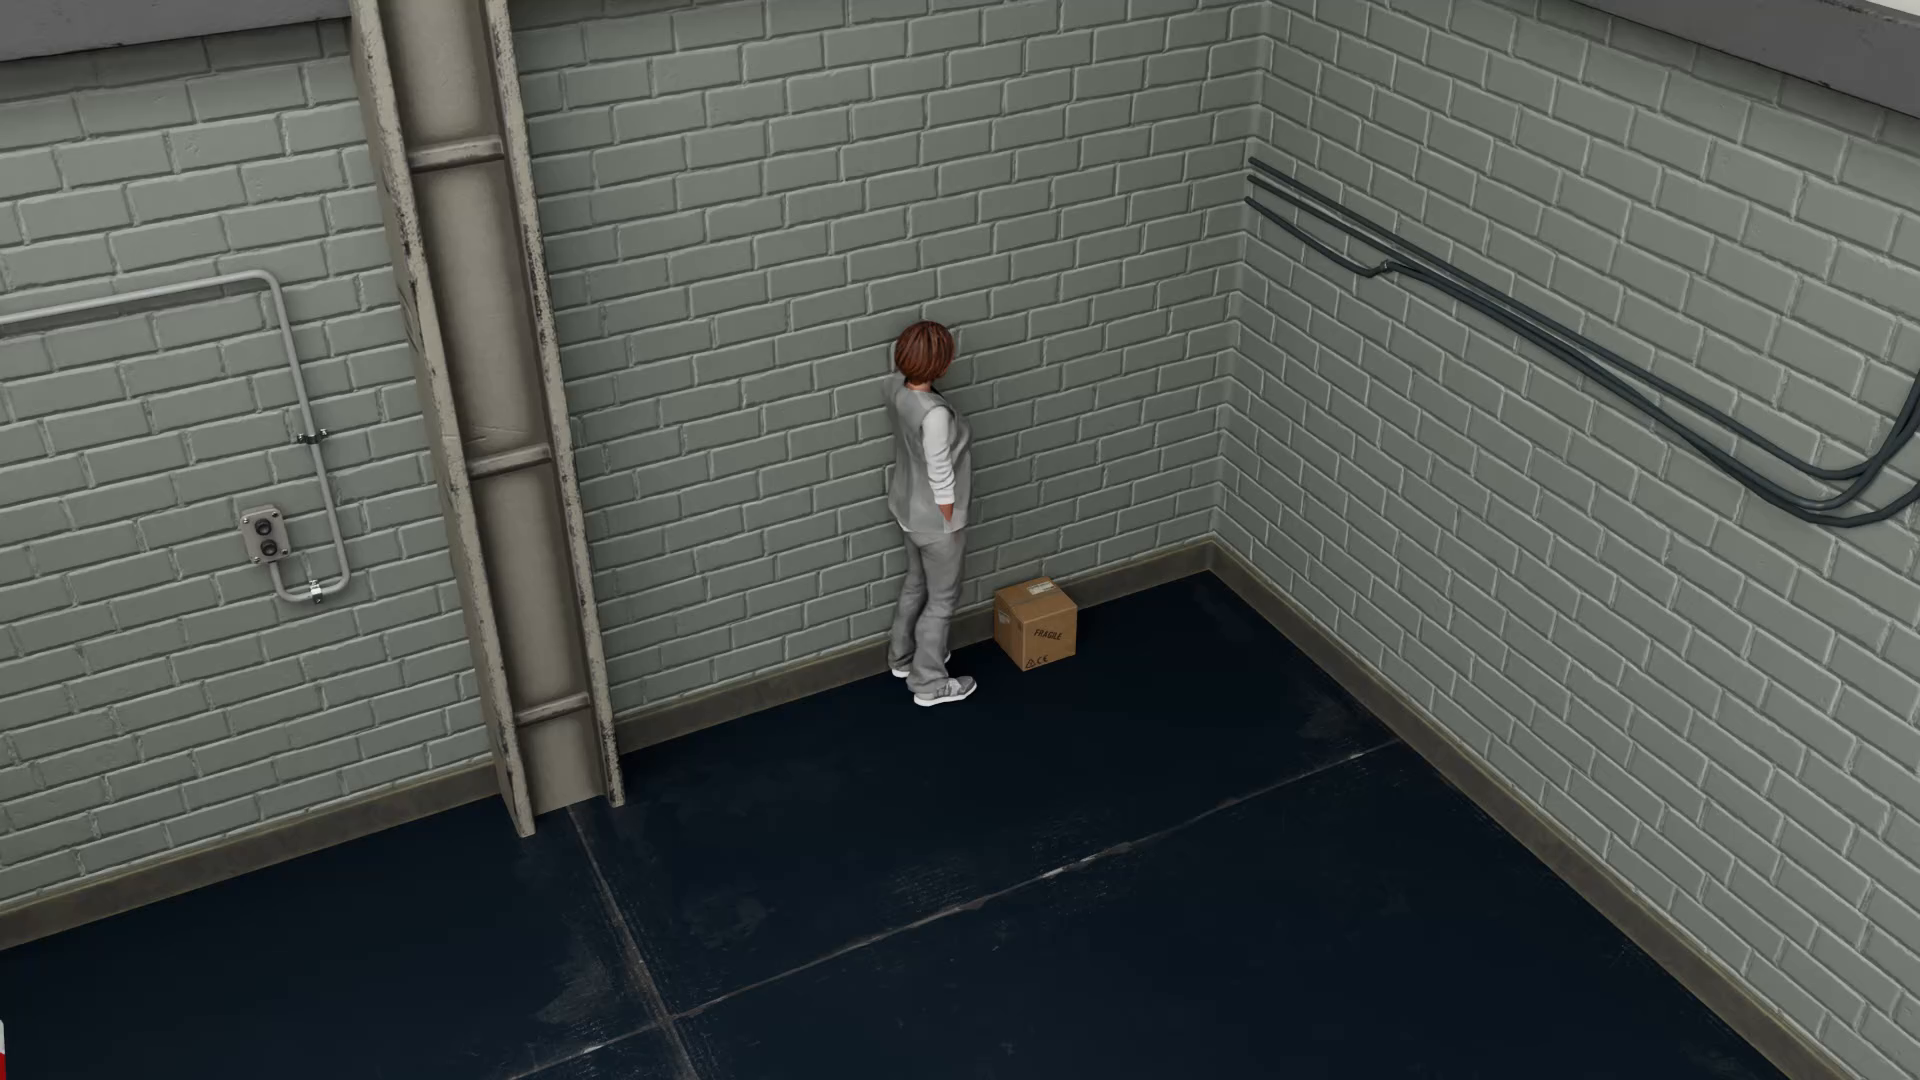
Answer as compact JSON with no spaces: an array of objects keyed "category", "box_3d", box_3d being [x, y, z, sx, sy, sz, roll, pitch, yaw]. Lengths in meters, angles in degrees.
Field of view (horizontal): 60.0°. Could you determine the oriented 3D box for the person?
[{"category":"person","box_3d":[-0.123,-0.101,6.306,0.309,1.594,0.406,-15,36,-22]}]
